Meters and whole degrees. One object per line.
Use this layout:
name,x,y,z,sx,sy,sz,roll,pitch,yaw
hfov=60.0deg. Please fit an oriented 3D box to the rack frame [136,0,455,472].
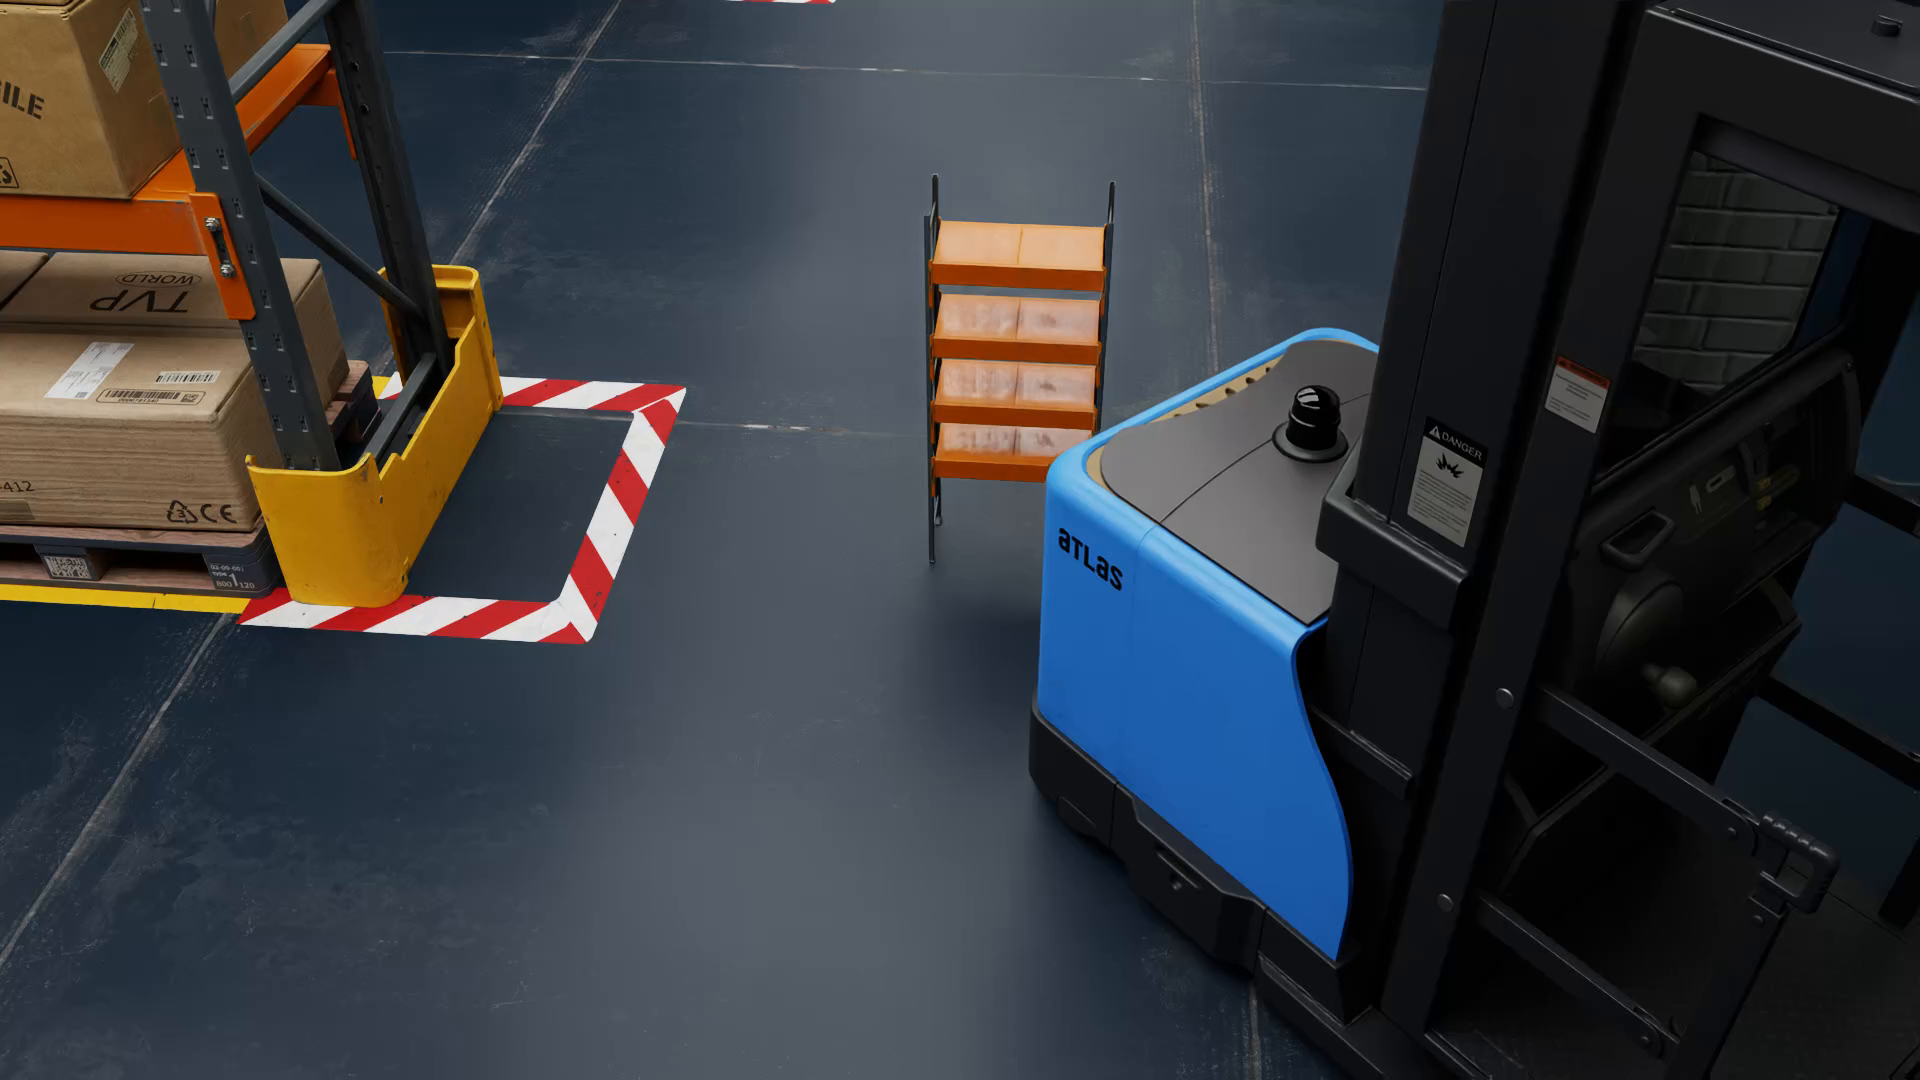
rack frame,-1.846,-1.334,4.512,0.127,3.000,1.000,3,39,4

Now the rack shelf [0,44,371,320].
rack shelf,-3.838,-1.164,4.873,4.000,0.370,1.077,3,39,4

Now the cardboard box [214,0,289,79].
cardboard box,-2.299,-1.579,4.735,0.500,0.500,0.500,3,39,3

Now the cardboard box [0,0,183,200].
cardboard box,-2.349,-1.232,4.309,0.500,0.500,0.500,3,39,4

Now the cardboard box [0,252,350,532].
cardboard box,-2.512,-0.476,5.156,0.875,0.438,0.875,2,39,2

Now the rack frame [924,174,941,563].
rack frame,-0.078,-0.470,4.876,0.015,1.200,0.240,3,39,4

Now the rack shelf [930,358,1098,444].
rack shelf,0.165,-0.404,4.903,0.480,0.148,0.258,3,39,4

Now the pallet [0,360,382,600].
pallet,-2.649,-0.247,5.386,1.213,0.211,1.003,3,39,4

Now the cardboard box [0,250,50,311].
cardboard box,-3.424,-0.521,5.210,0.875,0.438,0.875,4,39,5

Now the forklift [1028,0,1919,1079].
forklift,1.501,0.043,2.875,1.130,2.935,3.031,-27,46,-29

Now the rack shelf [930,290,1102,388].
rack shelf,0.165,-0.578,4.761,0.480,0.148,0.258,3,39,4

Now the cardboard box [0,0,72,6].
cardboard box,-2.346,-1.637,4.014,0.500,0.500,0.500,4,39,5

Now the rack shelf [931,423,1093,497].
rack shelf,0.165,-0.250,5.028,0.480,0.148,0.258,3,39,4

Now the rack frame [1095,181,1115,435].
rack frame,0.408,-0.443,4.844,0.015,1.200,0.240,3,39,4

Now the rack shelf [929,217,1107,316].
rack shelf,0.165,-0.761,4.612,0.480,0.148,0.258,3,39,4

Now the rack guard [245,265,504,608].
rack guard,-1.822,-0.363,5.300,0.348,0.500,1.175,3,39,4

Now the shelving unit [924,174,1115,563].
shelving unit,0.165,-0.456,4.860,0.503,1.200,0.258,3,39,4
